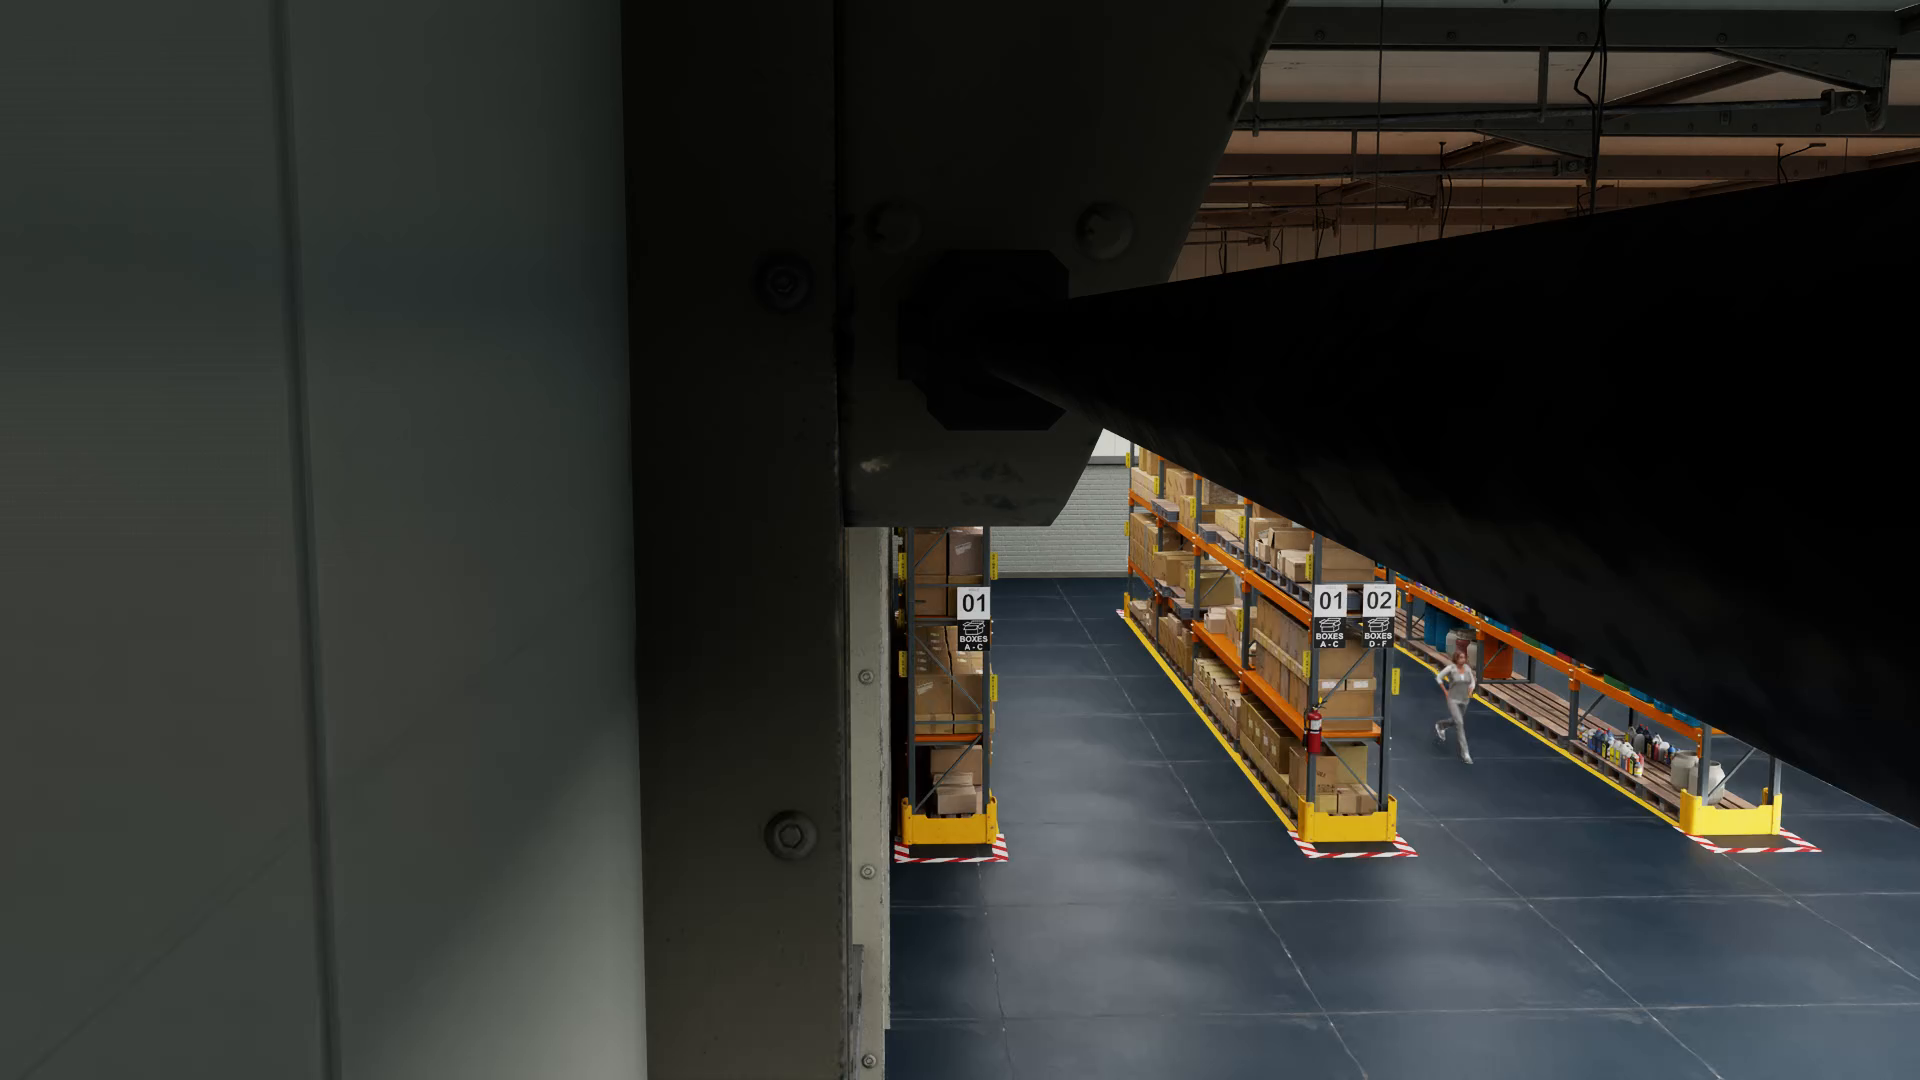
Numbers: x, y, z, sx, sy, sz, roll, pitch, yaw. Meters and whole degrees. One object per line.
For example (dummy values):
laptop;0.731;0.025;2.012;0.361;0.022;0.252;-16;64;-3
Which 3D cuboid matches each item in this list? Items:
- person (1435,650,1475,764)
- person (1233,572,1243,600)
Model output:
person;7.355;2.406;24.606;0.506;1.599;1.022;-2;8;-19
person;5.975;0.955;35.541;0.626;1.697;0.765;-1;7;-11
